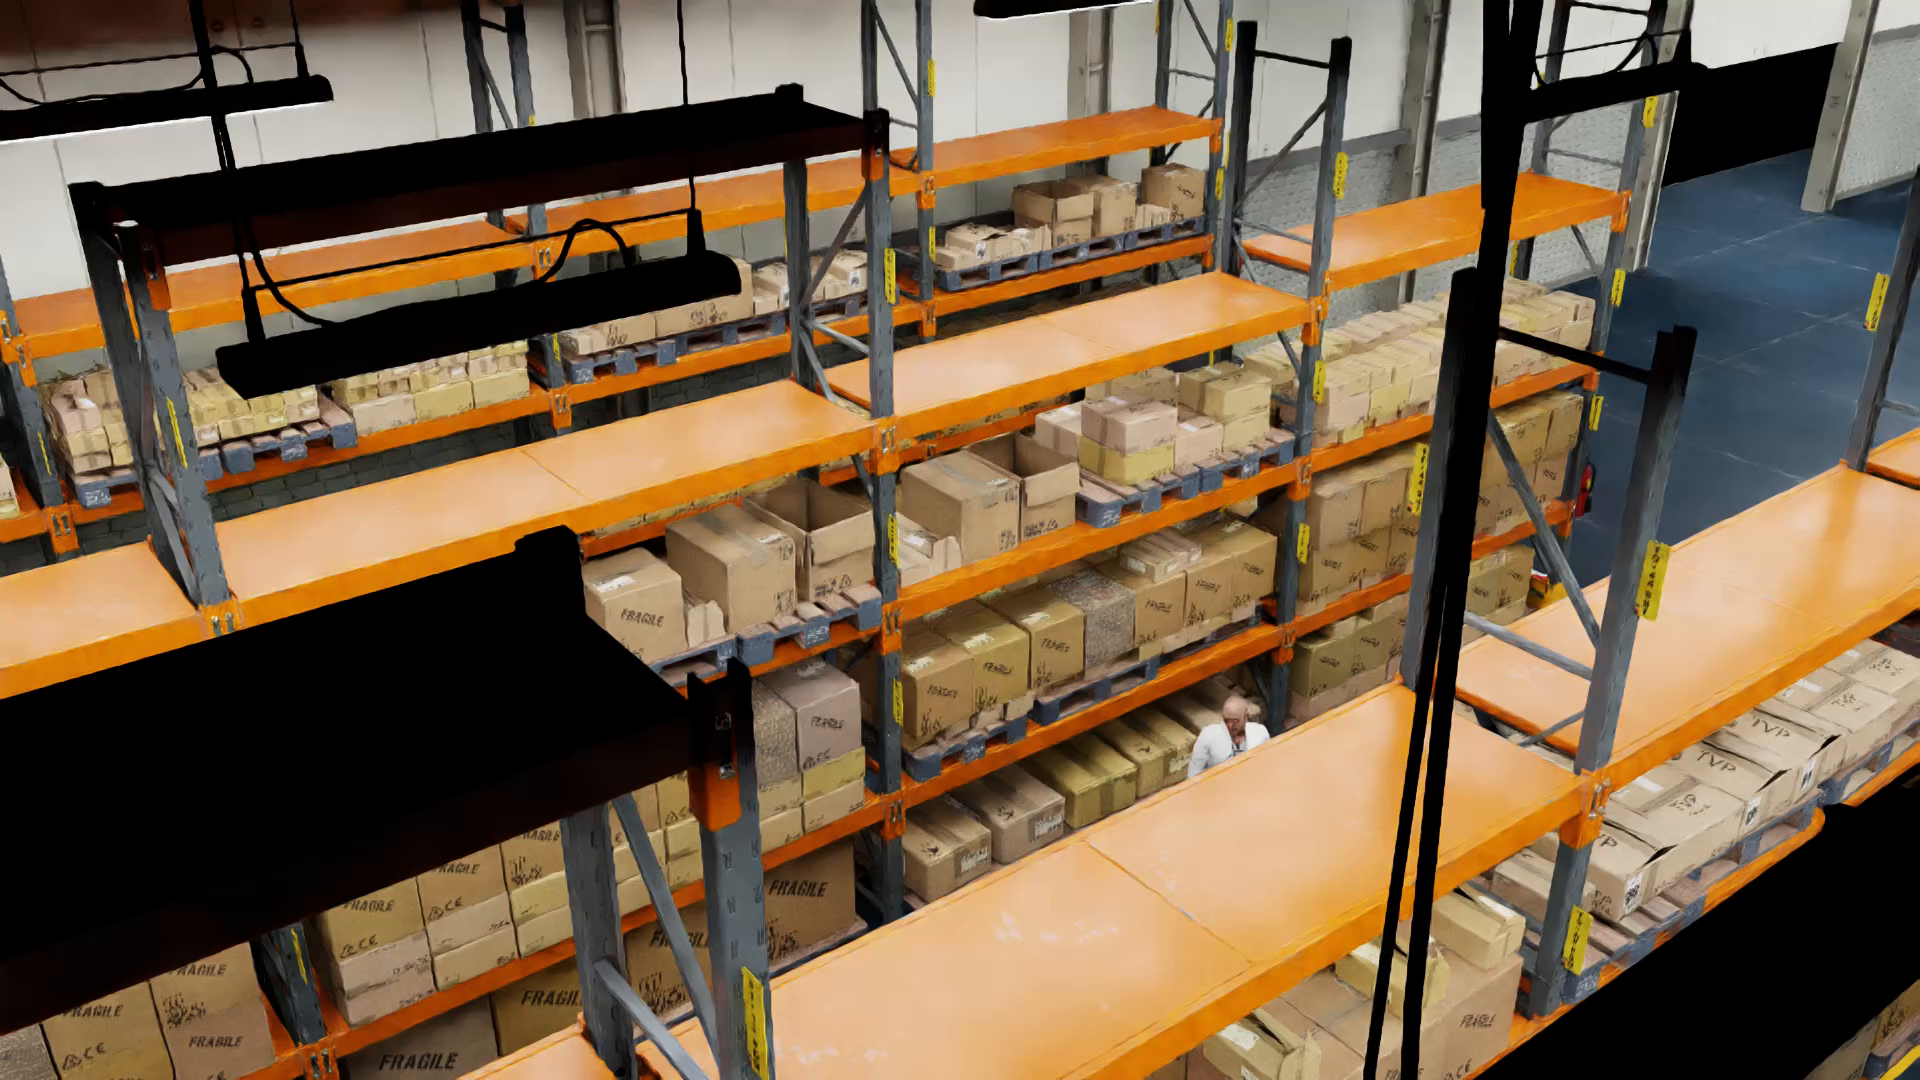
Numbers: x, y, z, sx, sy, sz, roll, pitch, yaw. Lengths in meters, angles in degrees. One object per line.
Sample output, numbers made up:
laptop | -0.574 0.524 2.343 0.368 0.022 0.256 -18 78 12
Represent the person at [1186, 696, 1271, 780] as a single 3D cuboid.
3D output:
person | 1.956 1.930 12.111 0.684 1.774 0.641 -5 27 -11
